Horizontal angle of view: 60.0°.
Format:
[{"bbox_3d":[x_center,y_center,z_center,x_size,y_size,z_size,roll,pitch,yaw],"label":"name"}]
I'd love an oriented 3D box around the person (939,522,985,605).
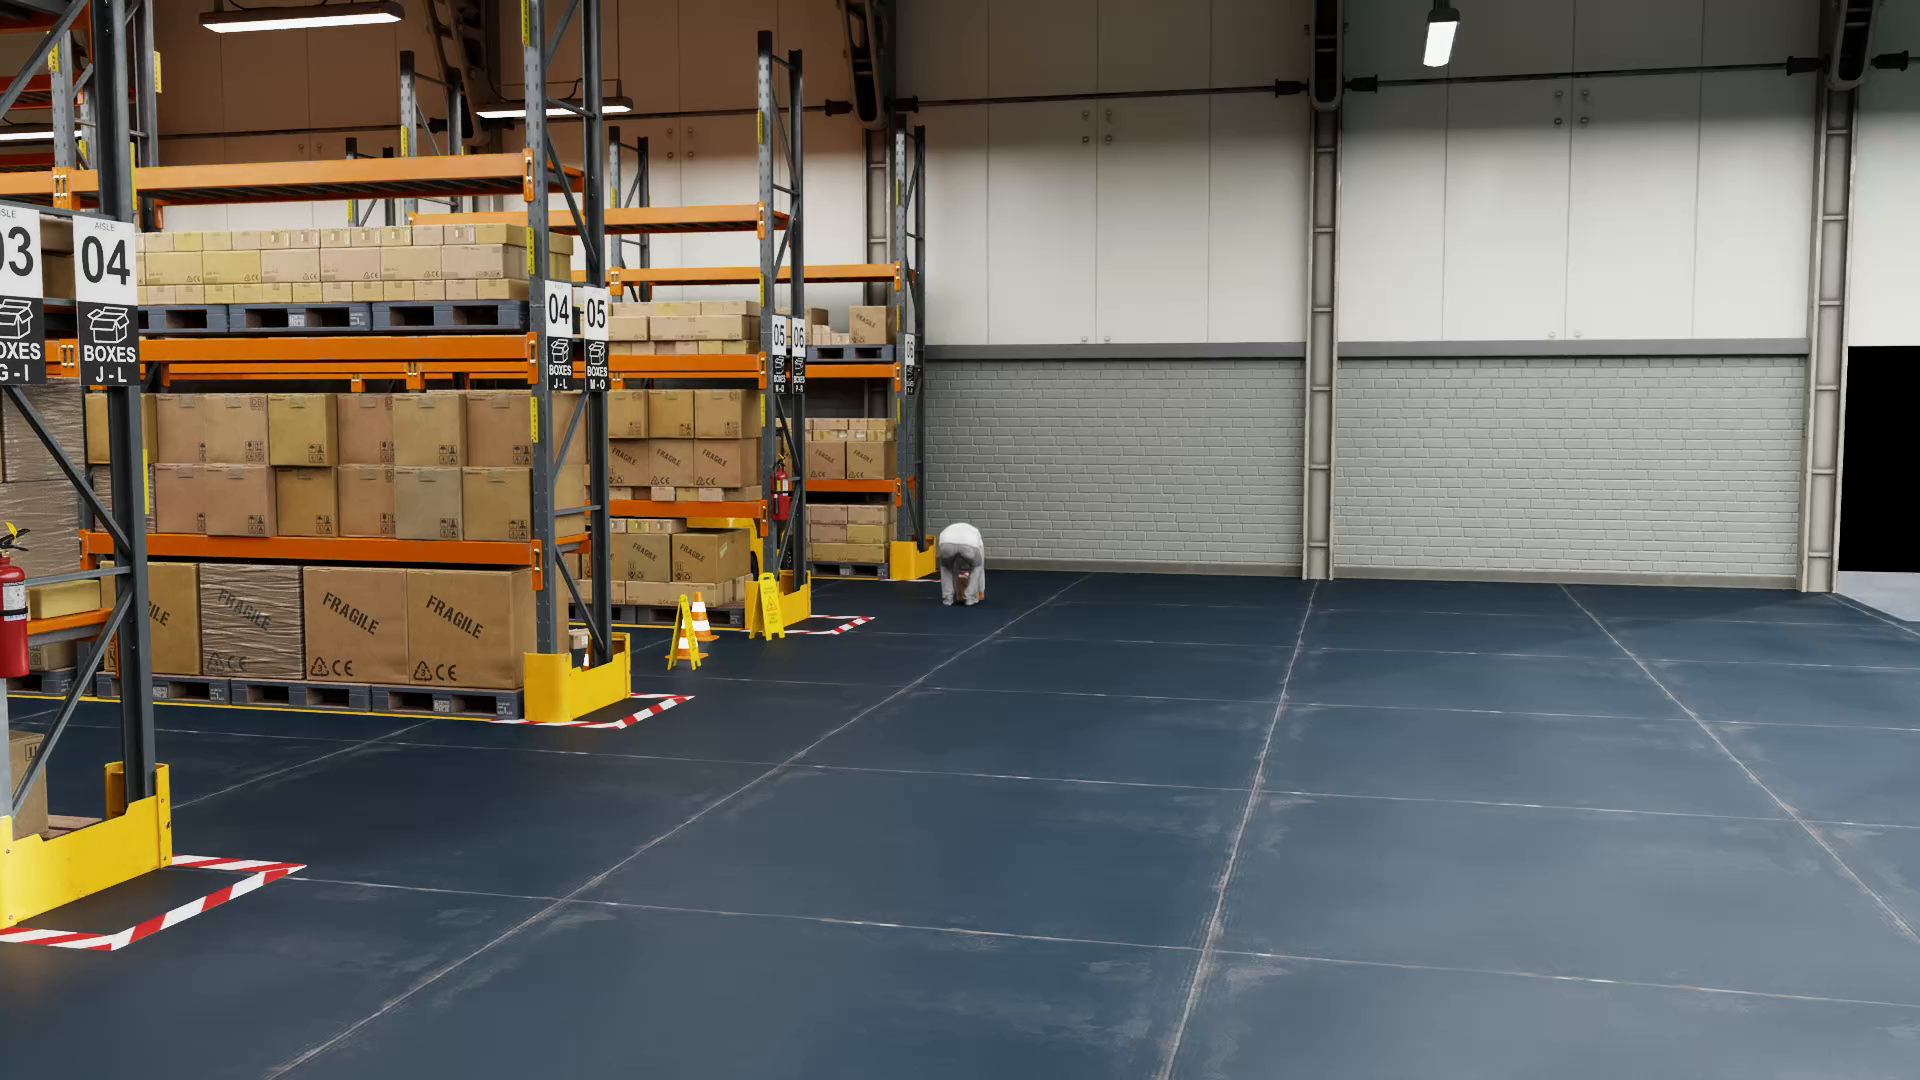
[{"bbox_3d":[0.028,0.253,19.274,0.508,0.947,0.997,1,5,11],"label":"person"}]
